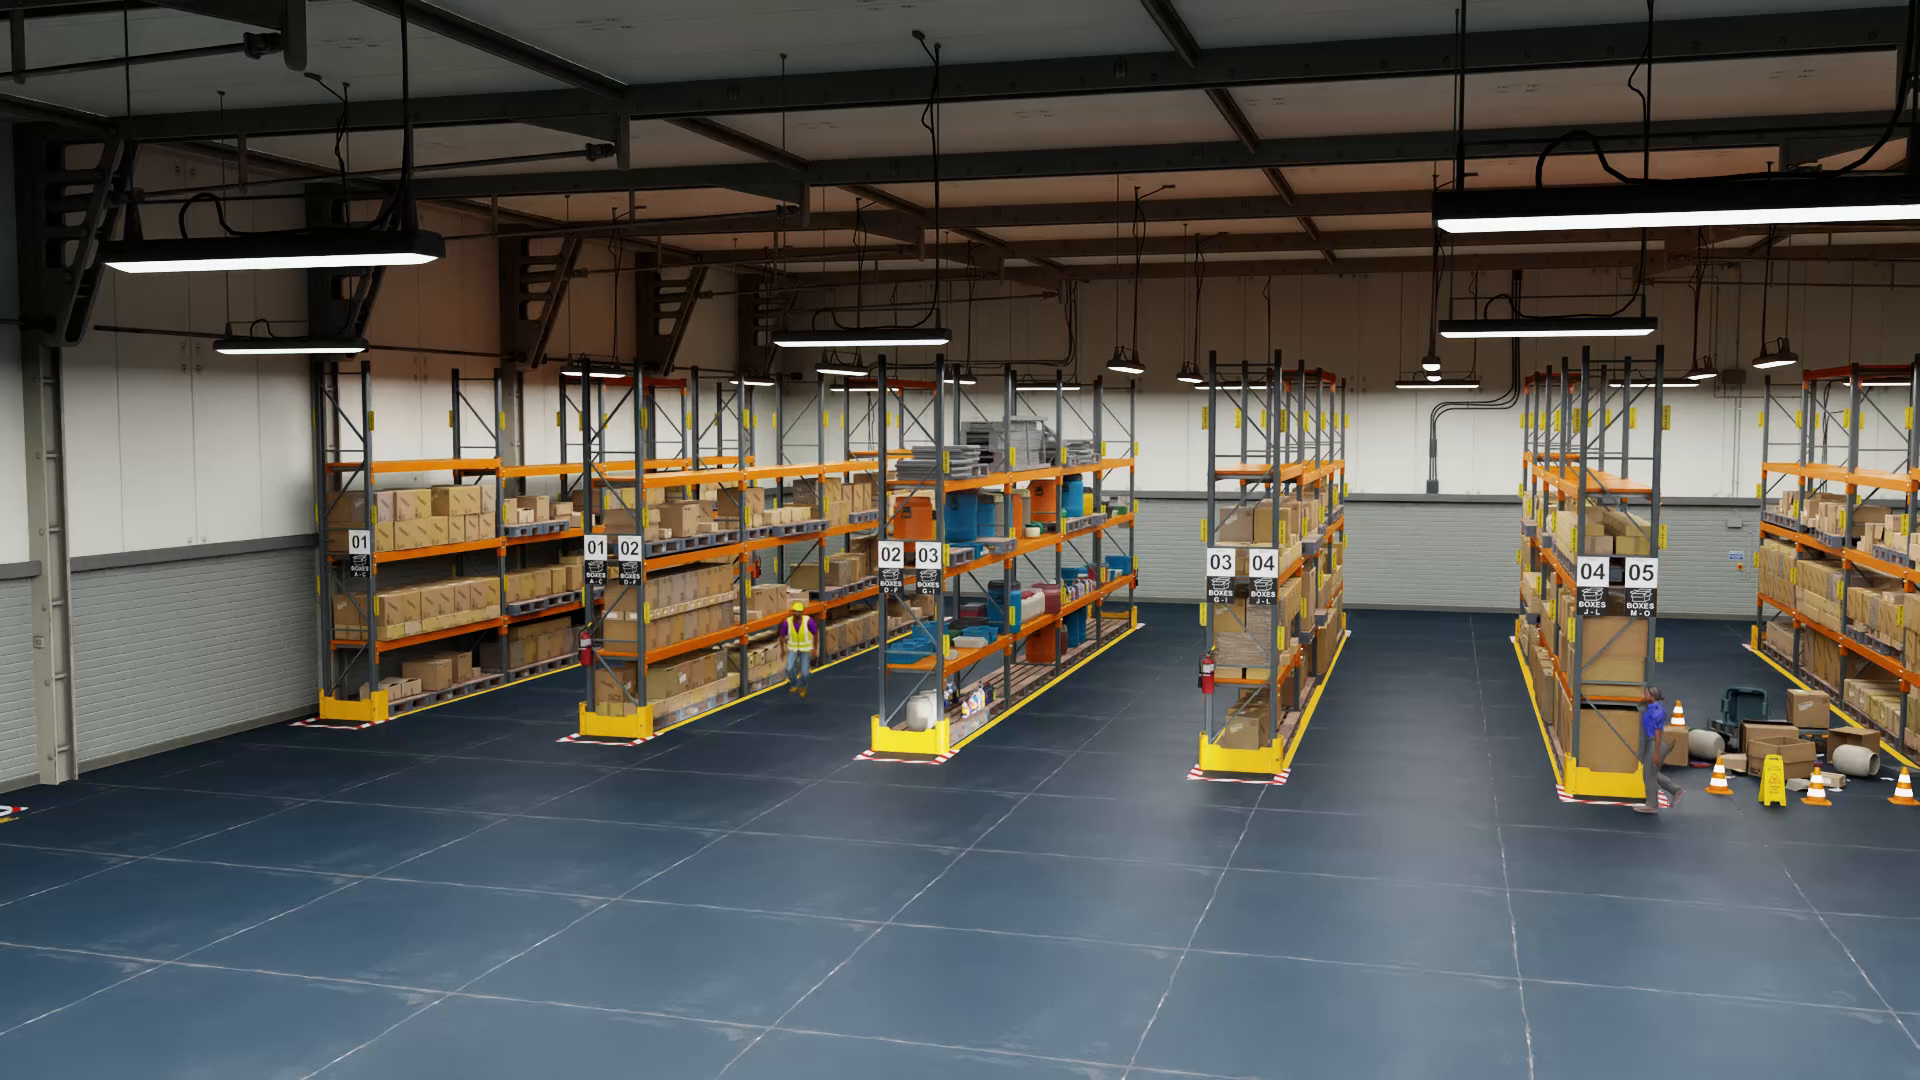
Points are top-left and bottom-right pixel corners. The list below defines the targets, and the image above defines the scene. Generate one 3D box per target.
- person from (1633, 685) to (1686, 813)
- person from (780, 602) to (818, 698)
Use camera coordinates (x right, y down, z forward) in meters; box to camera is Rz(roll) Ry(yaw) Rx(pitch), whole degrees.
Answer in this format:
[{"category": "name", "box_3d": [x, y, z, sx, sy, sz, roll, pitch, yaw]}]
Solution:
[{"category": "person", "box_3d": [8.933, 2.657, 21.175, 0.627, 1.633, 0.455, 1, 4, 18]}, {"category": "person", "box_3d": [-2.817, 1.937, 29.067, 0.670, 1.733, 0.671, 0, 4, 2]}]
